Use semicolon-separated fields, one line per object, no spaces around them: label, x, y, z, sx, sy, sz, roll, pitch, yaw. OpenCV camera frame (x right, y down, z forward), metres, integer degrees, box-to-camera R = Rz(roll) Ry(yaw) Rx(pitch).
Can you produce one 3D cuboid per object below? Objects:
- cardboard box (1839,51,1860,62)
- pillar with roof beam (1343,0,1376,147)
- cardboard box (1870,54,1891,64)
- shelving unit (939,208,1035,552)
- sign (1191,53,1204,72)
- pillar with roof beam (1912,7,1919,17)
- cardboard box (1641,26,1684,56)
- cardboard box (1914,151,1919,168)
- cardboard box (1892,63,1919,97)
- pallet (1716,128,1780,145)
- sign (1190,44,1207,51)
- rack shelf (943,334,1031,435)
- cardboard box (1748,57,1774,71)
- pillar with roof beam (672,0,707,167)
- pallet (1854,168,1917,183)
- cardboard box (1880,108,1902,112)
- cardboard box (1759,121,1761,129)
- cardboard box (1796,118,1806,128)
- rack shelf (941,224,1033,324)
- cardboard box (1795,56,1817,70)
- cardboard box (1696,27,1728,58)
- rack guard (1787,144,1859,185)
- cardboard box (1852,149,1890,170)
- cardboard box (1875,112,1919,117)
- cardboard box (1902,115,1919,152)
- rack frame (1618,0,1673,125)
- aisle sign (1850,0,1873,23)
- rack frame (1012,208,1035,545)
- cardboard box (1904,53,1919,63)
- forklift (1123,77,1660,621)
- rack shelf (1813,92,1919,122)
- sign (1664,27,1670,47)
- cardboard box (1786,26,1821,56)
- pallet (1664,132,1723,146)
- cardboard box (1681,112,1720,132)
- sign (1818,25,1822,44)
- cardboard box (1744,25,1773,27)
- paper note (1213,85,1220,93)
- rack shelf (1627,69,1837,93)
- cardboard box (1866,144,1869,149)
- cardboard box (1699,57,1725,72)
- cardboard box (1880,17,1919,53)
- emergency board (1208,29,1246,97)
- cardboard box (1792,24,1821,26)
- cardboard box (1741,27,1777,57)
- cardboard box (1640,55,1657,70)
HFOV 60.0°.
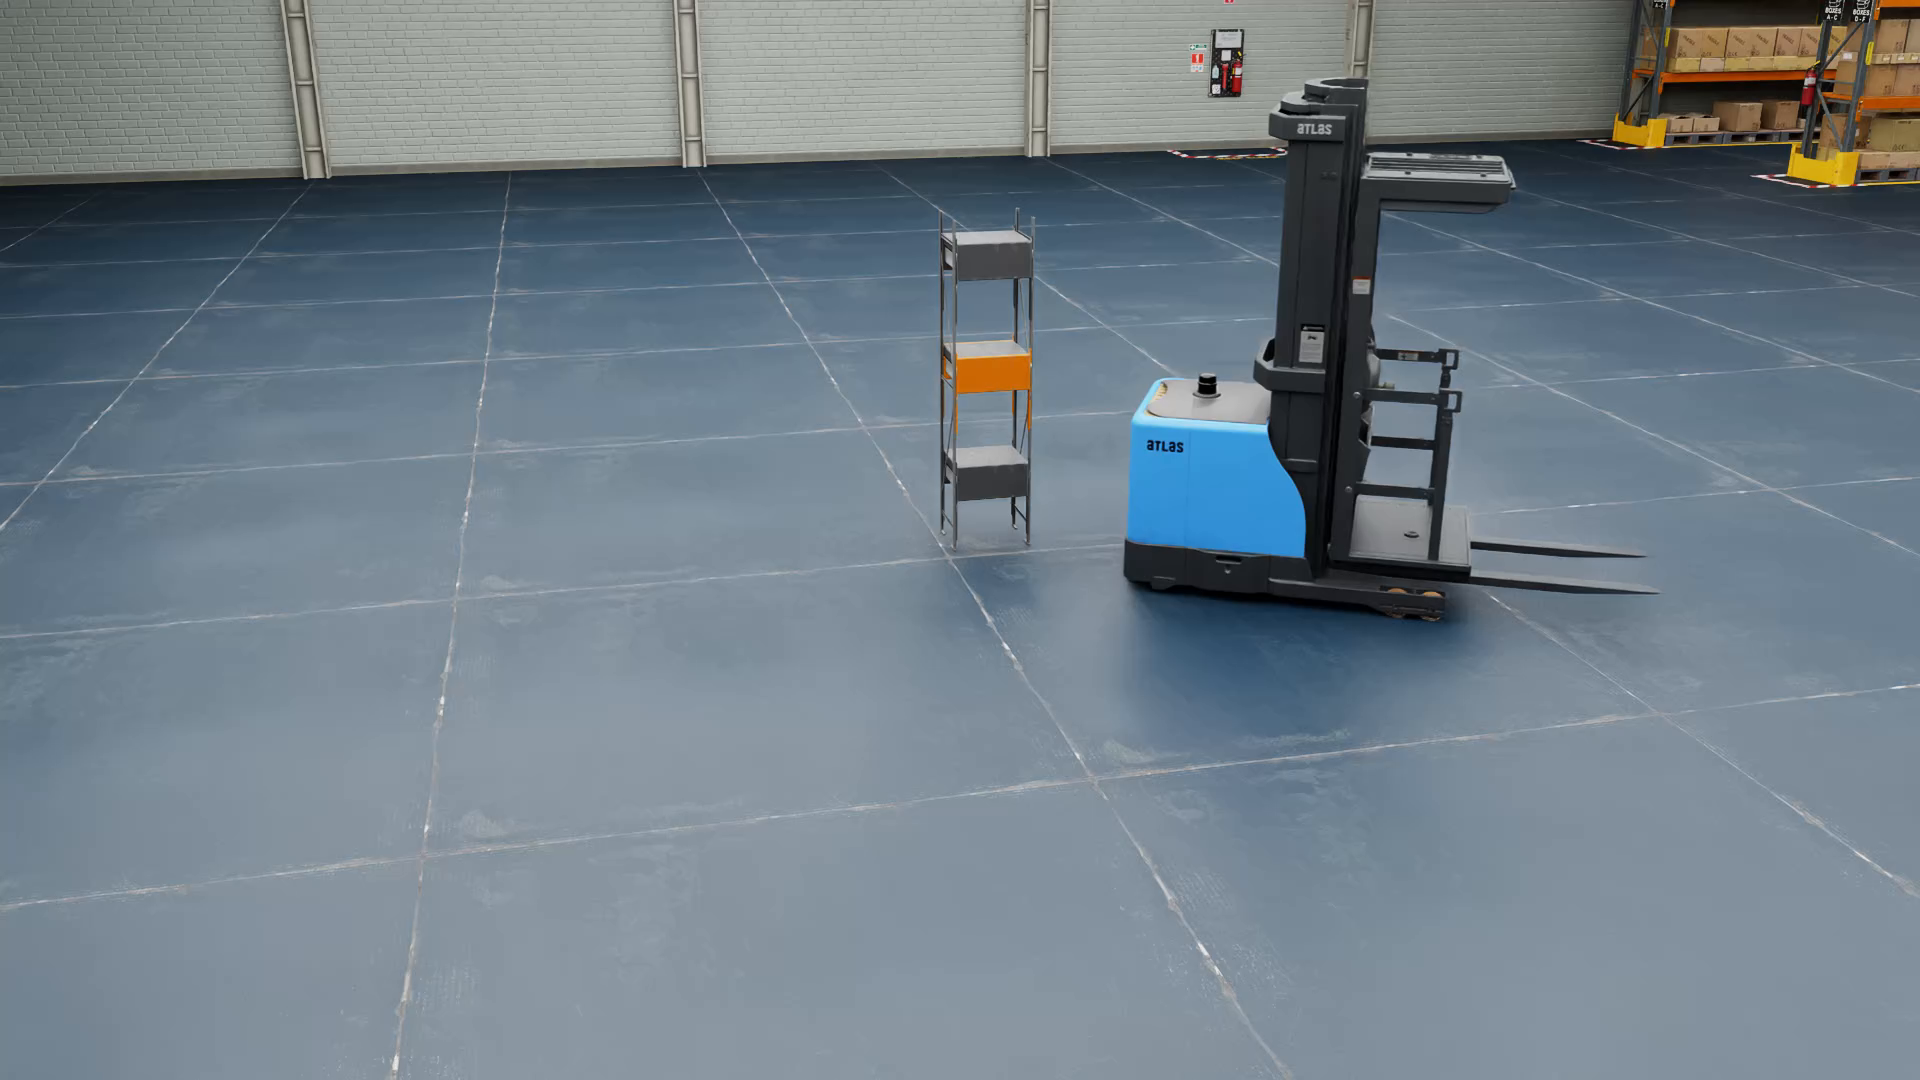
cardboard box;14.024;-7.582;26.063;0.250;0.149;0.380;-5;21;-13
pillar with roof beam;8.186;-10.040;25.140;0.400;9.000;9.100;-5;21;-12
cardboard box;14.128;-7.447;25.694;0.250;0.149;0.380;-5;21;-13
shelving unit;0.161;-0.999;10.489;0.503;2.100;0.431;-5;21;-12
sign;4.220;-8.489;29.576;0.234;0.329;0.001;-5;21;-12
pillar with roof beam;19.864;-10.990;27.733;0.400;9.000;9.100;-5;21;-12
cardboard box;12.962;-9.194;30.650;0.500;0.500;0.500;-5;21;-13
cardboard box;15.242;-6.091;26.467;0.500;0.250;0.500;-5;21;-12
cardboard box;14.663;-7.259;26.125;0.500;0.500;0.700;-4;21;-11
pallet;14.610;-7.639;31.361;1.213;0.211;1.003;-5;21;-12
sign;4.227;-8.735;29.477;0.331;0.109;0.001;-5;21;-12
rack shelf;0.161;-0.986;10.494;0.480;0.518;0.431;-5;21;-12
cardboard box;14.592;-8.789;30.636;0.500;0.250;0.500;-4;21;-12
pillar with roof beam;-3.492;-9.090;22.548;0.400;9.000;9.100;-5;21;-12
pallet;14.431;-5.902;26.618;1.213;0.211;1.003;-5;21;-12
cardboard box;17.649;-8.265;32.011;0.500;0.500;0.700;-5;21;-14
cardboard box;14.884;-7.859;31.413;0.250;0.149;0.380;-6;21;-17
cardboard box;15.932;-7.935;31.594;0.250;0.166;0.380;-7;21;-20
rack shelf;0.161;-1.644;10.253;0.480;0.518;0.431;-5;21;-12
cardboard box;15.567;-8.874;30.868;0.500;0.250;0.500;-5;21;-12
cardboard box;13.570;-9.058;30.280;0.500;0.500;0.500;-5;21;-12
rack guard;13.673;-5.961;26.360;0.348;0.500;1.175;-5;21;-12
cardboard box;14.269;-6.010;26.248;0.500;0.250;0.500;-5;21;-12
cardboard box;15.119;-6.621;26.824;0.500;0.500;0.500;-5;21;-12
cardboard box;15.239;-6.447;26.349;0.500;0.500;0.500;-5;21;-12
rack frame;12.553;-8.794;30.461;0.127;3.000;1.000;-5;21;-12
aisle sign;13.703;-8.249;25.194;0.004;0.787;0.394;-5;21;-12
rack frame;0.399;-1.018;10.542;0.015;2.100;0.400;-5;21;-12
cardboard box;14.627;-7.488;25.806;0.250;0.149;0.380;-5;21;-12
forklift;2.561;-1.113;9.593;3.031;2.935;1.130;5;21;14
rack shelf;15.642;-6.957;26.491;4.000;0.370;1.077;-5;21;-12
sign;12.678;-9.019;29.816;0.005;0.325;0.100;-5;21;-12
cardboard box;15.572;-9.220;30.721;0.500;0.500;0.500;-5;21;-13
pallet;13.425;-7.543;31.100;1.213;0.211;1.003;-5;21;-12
cardboard box;13.801;-7.808;31.038;0.500;0.311;0.500;-3;20;-8
sign;13.585;-7.974;26.194;0.005;0.325;0.100;-5;21;-12
cardboard box;14.949;-9.357;31.097;0.500;0.500;0.500;-4;21;-11
paper note;4.594;-8.077;29.783;0.142;0.148;0.016;-5;21;-12
rack shelf;14.499;-8.615;31.017;4.000;0.370;1.077;-5;21;-12
cardboard box;14.634;-6.227;26.841;0.500;0.250;0.500;-5;21;-12
cardboard box;13.603;-8.711;30.424;0.500;0.250;0.500;-5;21;-14
cardboard box;14.715;-7.873;25.914;0.500;0.500;0.700;-5;21;-14
emergency board;4.782;-8.481;29.607;0.643;1.169;0.194;-5;21;-12
cardboard box;15.940;-9.435;31.308;0.500;0.500;0.500;-5;21;-14
cardboard box;14.573;-9.142;30.509;0.500;0.500;0.500;-4;20;-11
cardboard box;12.963;-8.835;30.761;0.500;0.250;0.500;-4;21;-12
